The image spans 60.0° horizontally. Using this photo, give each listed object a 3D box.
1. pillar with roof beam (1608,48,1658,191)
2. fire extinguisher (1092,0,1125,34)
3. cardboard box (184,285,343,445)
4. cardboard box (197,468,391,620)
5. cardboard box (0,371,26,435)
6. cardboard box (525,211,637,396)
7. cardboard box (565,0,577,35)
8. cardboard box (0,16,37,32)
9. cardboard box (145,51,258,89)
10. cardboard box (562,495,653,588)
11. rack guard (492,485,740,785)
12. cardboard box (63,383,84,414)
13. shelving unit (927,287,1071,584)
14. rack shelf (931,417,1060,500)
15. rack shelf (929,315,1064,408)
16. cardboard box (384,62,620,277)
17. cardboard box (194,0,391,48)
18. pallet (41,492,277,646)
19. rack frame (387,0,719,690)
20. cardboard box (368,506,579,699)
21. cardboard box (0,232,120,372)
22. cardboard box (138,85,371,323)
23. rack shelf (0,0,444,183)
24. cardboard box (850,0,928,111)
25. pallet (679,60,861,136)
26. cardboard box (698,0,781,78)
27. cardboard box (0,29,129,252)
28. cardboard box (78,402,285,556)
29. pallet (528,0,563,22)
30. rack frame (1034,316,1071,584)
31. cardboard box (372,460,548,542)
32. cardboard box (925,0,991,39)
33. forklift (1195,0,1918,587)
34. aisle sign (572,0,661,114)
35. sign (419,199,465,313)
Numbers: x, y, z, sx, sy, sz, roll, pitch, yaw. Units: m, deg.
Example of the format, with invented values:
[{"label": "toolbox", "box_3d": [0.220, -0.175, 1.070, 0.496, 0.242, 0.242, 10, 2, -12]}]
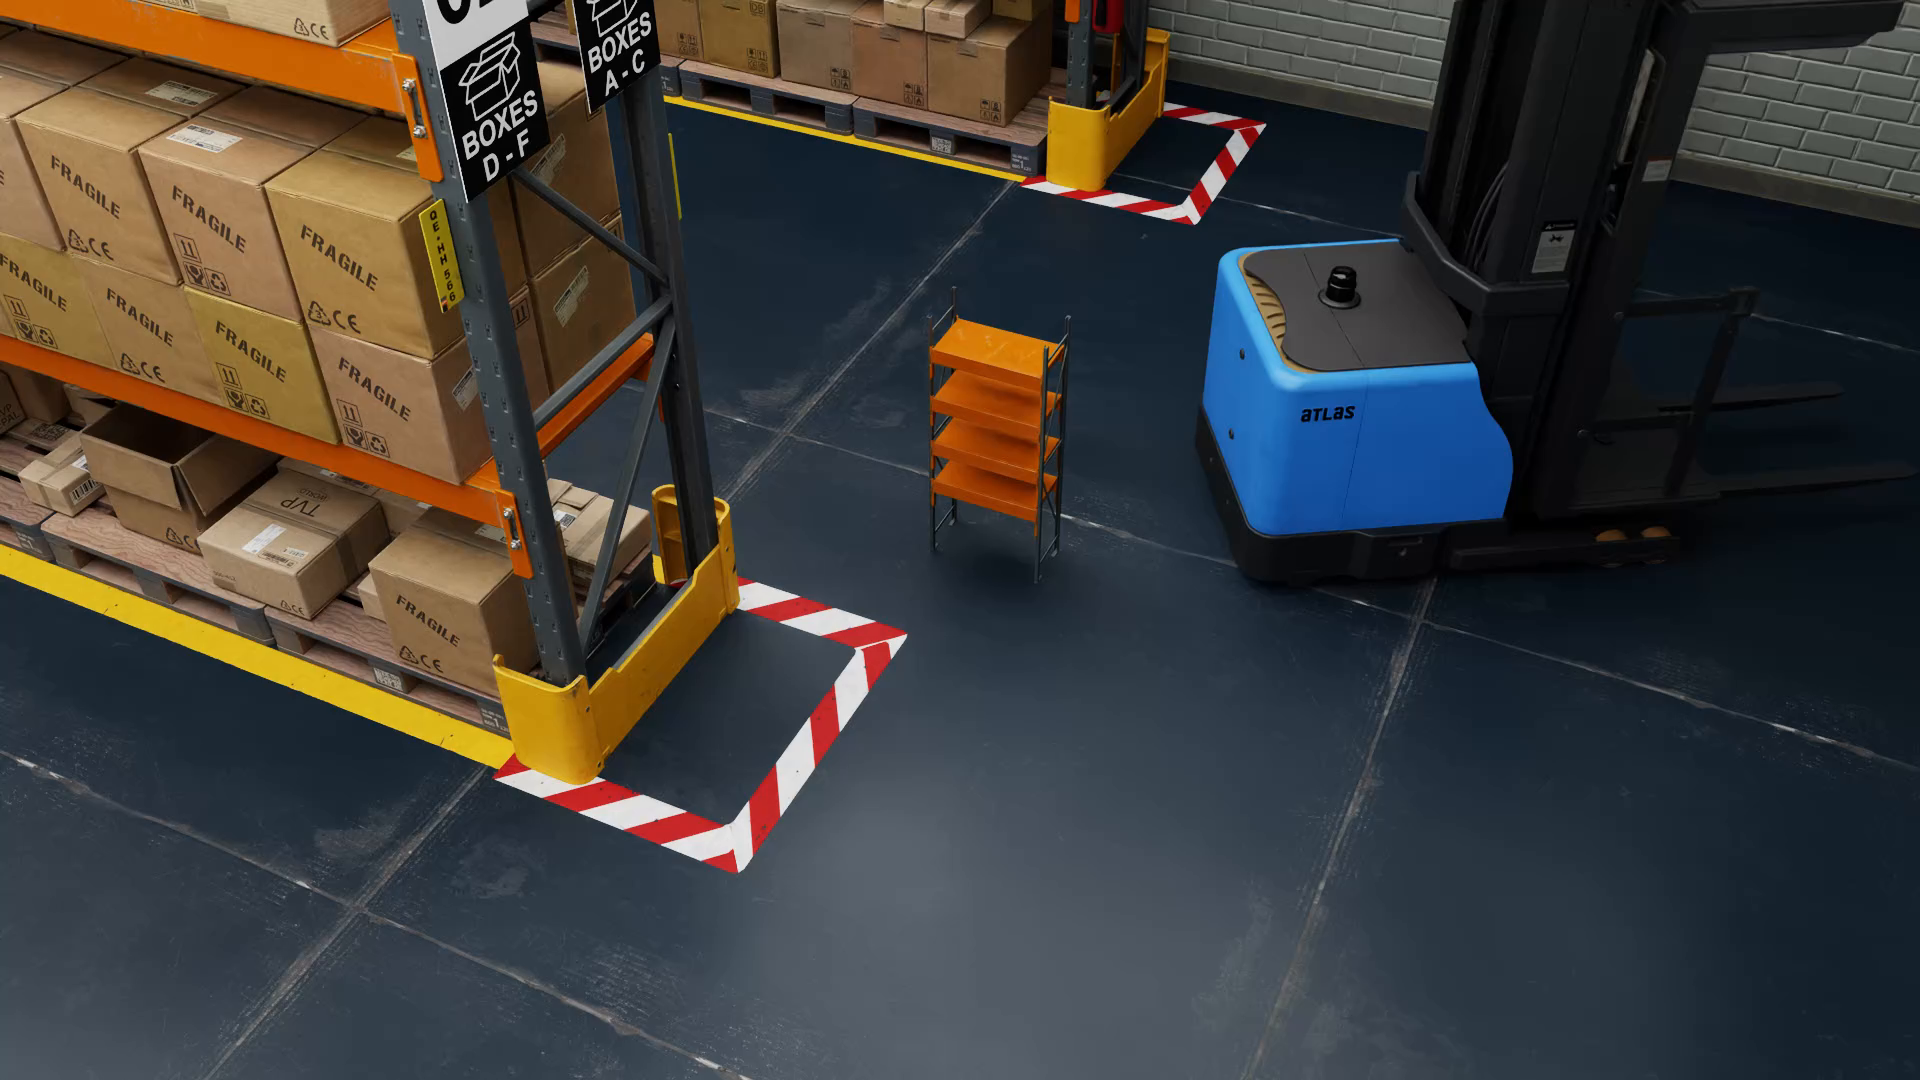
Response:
[{"label": "pillar with roof beam", "box_3d": [1.851, -2.998, 3.838, 0.400, 9.000, 9.100, 17, 44, 19]}, {"label": "fire extinguisher", "box_3d": [0.801, -3.035, 8.805, 0.183, 0.674, 0.296, 17, 44, 19]}, {"label": "cardboard box", "box_3d": [-2.225, -0.721, 5.715, 0.500, 0.500, 0.500, 17, 44, 19]}, {"label": "cardboard box", "box_3d": [-2.677, 0.008, 6.713, 0.500, 0.250, 0.500, 17, 44, 19]}, {"label": "cardboard box", "box_3d": [-4.568, -0.592, 7.360, 0.500, 0.311, 0.500, 17, 44, 19]}, {"label": "cardboard box", "box_3d": [-1.523, -0.896, 5.917, 0.500, 0.500, 0.500, 18, 44, 20]}, {"label": "cardboard box", "box_3d": [-2.131, -3.574, 10.671, 0.500, 0.500, 0.700, 18, 44, 19]}, {"label": "cardboard box", "box_3d": [-3.367, -1.836, 6.238, 0.500, 0.500, 0.500, 17, 44, 19]}, {"label": "cardboard box", "box_3d": [-2.451, -1.556, 5.915, 0.500, 0.500, 0.500, 18, 44, 19]}, {"label": "cardboard box", "box_3d": [-1.466, 0.012, 6.787, 0.250, 0.149, 0.380, 17, 44, 19]}, {"label": "rack guard", "box_3d": [-1.301, 0.344, 6.471, 0.348, 0.500, 1.175, 17, 44, 19]}, {"label": "cardboard box", "box_3d": [-3.855, -0.718, 7.629, 0.250, 0.149, 0.380, 17, 44, 19]}, {"label": "shelving unit", "box_3d": [0.150, -0.408, 6.804, 0.503, 1.200, 0.258, 17, 44, 19]}, {"label": "rack shelf", "box_3d": [0.150, -0.357, 6.848, 0.480, 0.148, 0.258, 17, 44, 19]}, {"label": "rack shelf", "box_3d": [0.150, -0.705, 6.547, 0.480, 0.148, 0.258, 17, 44, 19]}, {"label": "cardboard box", "box_3d": [-1.523, -1.274, 5.590, 0.500, 0.500, 0.500, 18, 44, 20]}, {"label": "cardboard box", "box_3d": [-1.809, -1.642, 4.678, 0.500, 0.250, 0.500, 17, 44, 19]}, {"label": "pallet", "box_3d": [-3.125, -0.105, 7.210, 1.213, 0.211, 1.003, 17, 44, 19]}, {"label": "rack frame", "box_3d": [-1.232, -0.579, 5.628, 0.127, 3.000, 1.000, 17, 44, 19]}, {"label": "cardboard box", "box_3d": [-1.829, 0.195, 6.308, 0.500, 0.500, 0.500, 17, 44, 19]}, {"label": "cardboard box", "box_3d": [-3.131, -1.002, 6.039, 0.500, 0.500, 0.500, 16, 44, 18]}, {"label": "cardboard box", "box_3d": [-2.210, -1.094, 5.382, 0.500, 0.500, 0.500, 18, 44, 20]}, {"label": "rack shelf", "box_3d": [-3.044, -1.995, 5.520, 4.000, 0.370, 1.077, 17, 44, 19]}, {"label": "cardboard box", "box_3d": [-0.271, -3.007, 10.017, 0.500, 0.500, 0.700, 17, 44, 19]}, {"label": "pallet", "box_3d": [-1.000, -2.980, 10.527, 1.213, 0.211, 1.003, 17, 44, 19]}, {"label": "cardboard box", "box_3d": [-1.213, -3.290, 10.343, 0.500, 0.500, 0.700, 18, 44, 20]}, {"label": "cardboard box", "box_3d": [-3.147, -1.377, 5.709, 0.500, 0.500, 0.500, 18, 44, 20]}, {"label": "cardboard box", "box_3d": [-3.152, -0.392, 6.983, 0.637, 0.503, 0.797, 17, 44, 19]}, {"label": "pallet", "box_3d": [-3.497, -3.743, 11.408, 1.213, 0.211, 1.003, 17, 44, 19]}, {"label": "rack frame", "box_3d": [0.371, -0.340, 6.726, 0.015, 1.200, 0.240, 17, 44, 19]}, {"label": "cardboard box", "box_3d": [-2.058, -0.164, 6.912, 0.500, 0.250, 0.500, 17, 44, 19]}, {"label": "cardboard box", "box_3d": [-0.011, -3.041, 9.561, 0.250, 0.149, 0.380, 16, 44, 18]}, {"label": "forklift", "box_3d": [2.634, -1.330, 6.547, 3.031, 2.935, 1.130, -4, 41, -5]}, {"label": "aisle sign", "box_3d": [-1.046, -1.717, 4.956, 0.004, 0.787, 0.394, 17, 44, 19]}, {"label": "sign", "box_3d": [-1.485, -0.812, 4.771, 0.005, 0.325, 0.100, 17, 44, 19]}]
